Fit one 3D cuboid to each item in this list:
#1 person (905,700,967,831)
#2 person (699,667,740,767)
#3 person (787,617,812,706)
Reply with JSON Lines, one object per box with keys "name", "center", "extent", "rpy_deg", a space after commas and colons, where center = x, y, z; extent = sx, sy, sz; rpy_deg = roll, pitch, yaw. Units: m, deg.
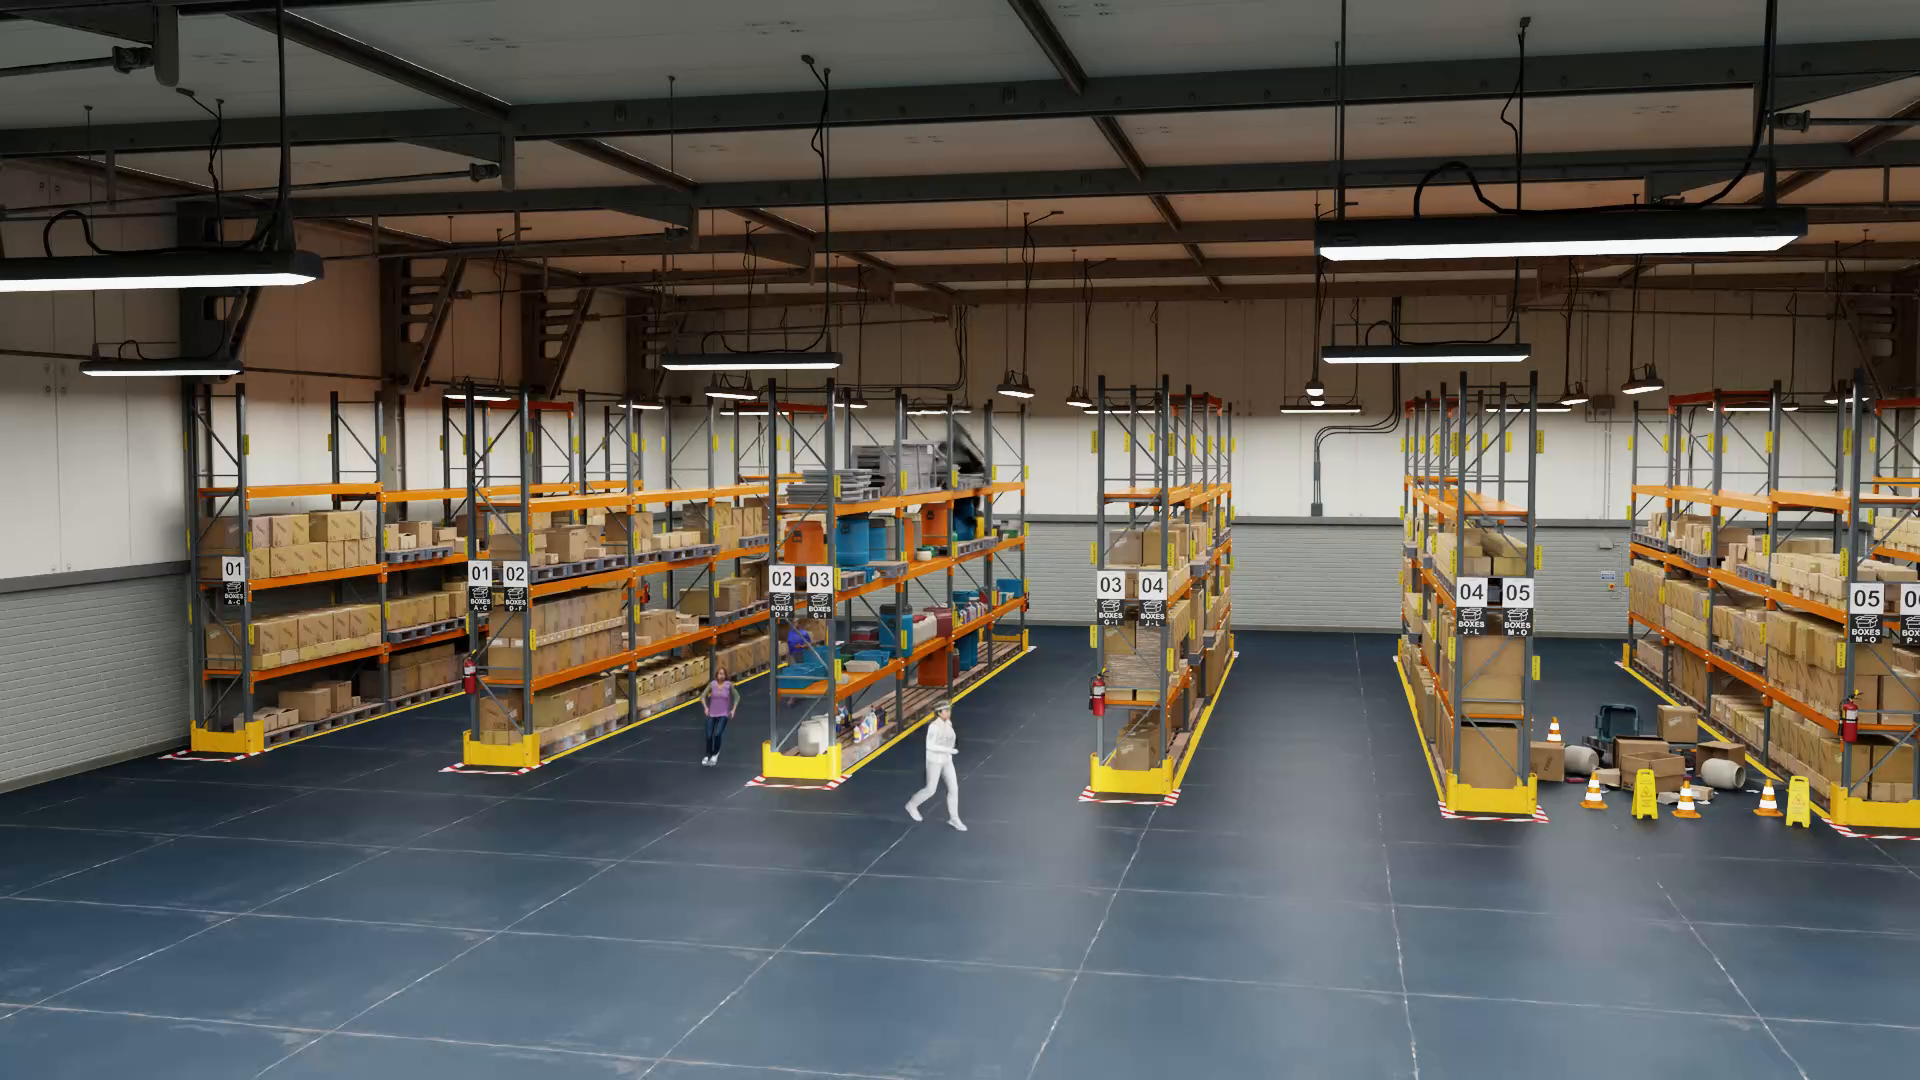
{"name": "person", "center": [-0.300, 2.914, 21.741], "extent": [0.926, 1.688, 0.584], "rpy_deg": [2, 4, 37]}
{"name": "person", "center": [-3.751, 2.741, 25.850], "extent": [0.602, 1.553, 0.578], "rpy_deg": [0, 3, 2]}
{"name": "person", "center": [-3.129, 2.336, 32.223], "extent": [0.560, 1.693, 0.828], "rpy_deg": [1, 3, 12]}
